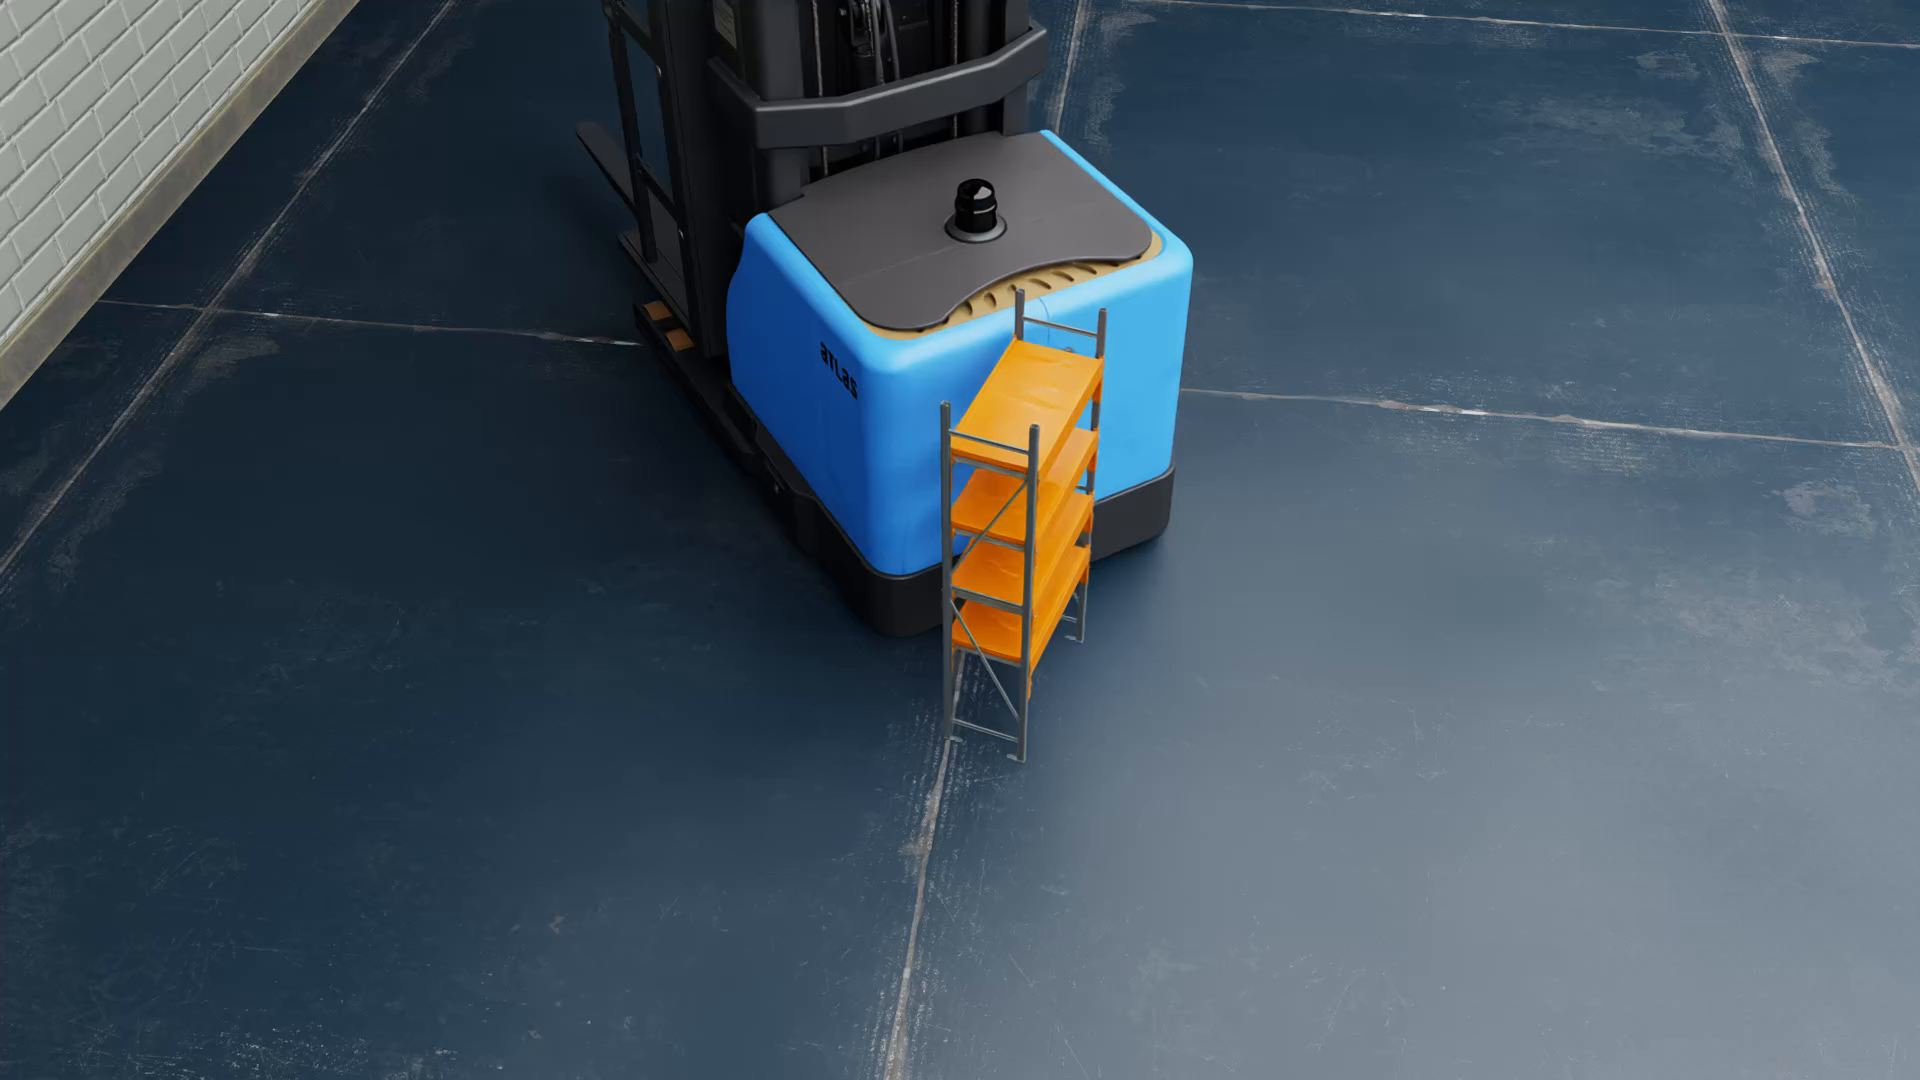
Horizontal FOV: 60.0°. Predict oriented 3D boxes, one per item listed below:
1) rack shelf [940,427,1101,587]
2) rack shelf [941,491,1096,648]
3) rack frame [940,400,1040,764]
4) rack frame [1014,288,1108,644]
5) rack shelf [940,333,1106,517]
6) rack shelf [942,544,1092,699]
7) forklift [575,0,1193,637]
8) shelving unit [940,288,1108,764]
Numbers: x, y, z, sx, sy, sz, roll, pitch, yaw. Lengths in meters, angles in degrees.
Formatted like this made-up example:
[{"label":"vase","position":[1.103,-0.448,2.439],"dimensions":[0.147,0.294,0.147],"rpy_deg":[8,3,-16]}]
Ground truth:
[{"label":"rack shelf","position":[0.161,-0.121,4.277],"dimensions":[0.258,0.148,0.480],"rpy_deg":[16,46,16]},{"label":"rack shelf","position":[0.161,0.042,4.431],"dimensions":[0.258,0.148,0.480],"rpy_deg":[16,46,16]},{"label":"rack frame","position":[0.068,0.148,4.221],"dimensions":[0.240,1.200,0.015],"rpy_deg":[16,46,16]},{"label":"rack frame","position":[0.253,-0.162,4.549],"dimensions":[0.240,1.200,0.015],"rpy_deg":[16,46,16]},{"label":"rack shelf","position":[0.161,-0.292,4.115],"dimensions":[0.258,0.148,0.480],"rpy_deg":[16,46,16]},{"label":"rack shelf","position":[0.161,0.186,4.568],"dimensions":[0.258,0.148,0.480],"rpy_deg":[16,46,16]},{"label":"forklift","position":[-0.509,-1.785,5.003],"dimensions":[1.130,2.935,3.031],"rpy_deg":[-21,47,-21]},{"label":"shelving unit","position":[0.161,-0.007,4.385],"dimensions":[0.258,1.200,0.503],"rpy_deg":[16,46,16]}]
